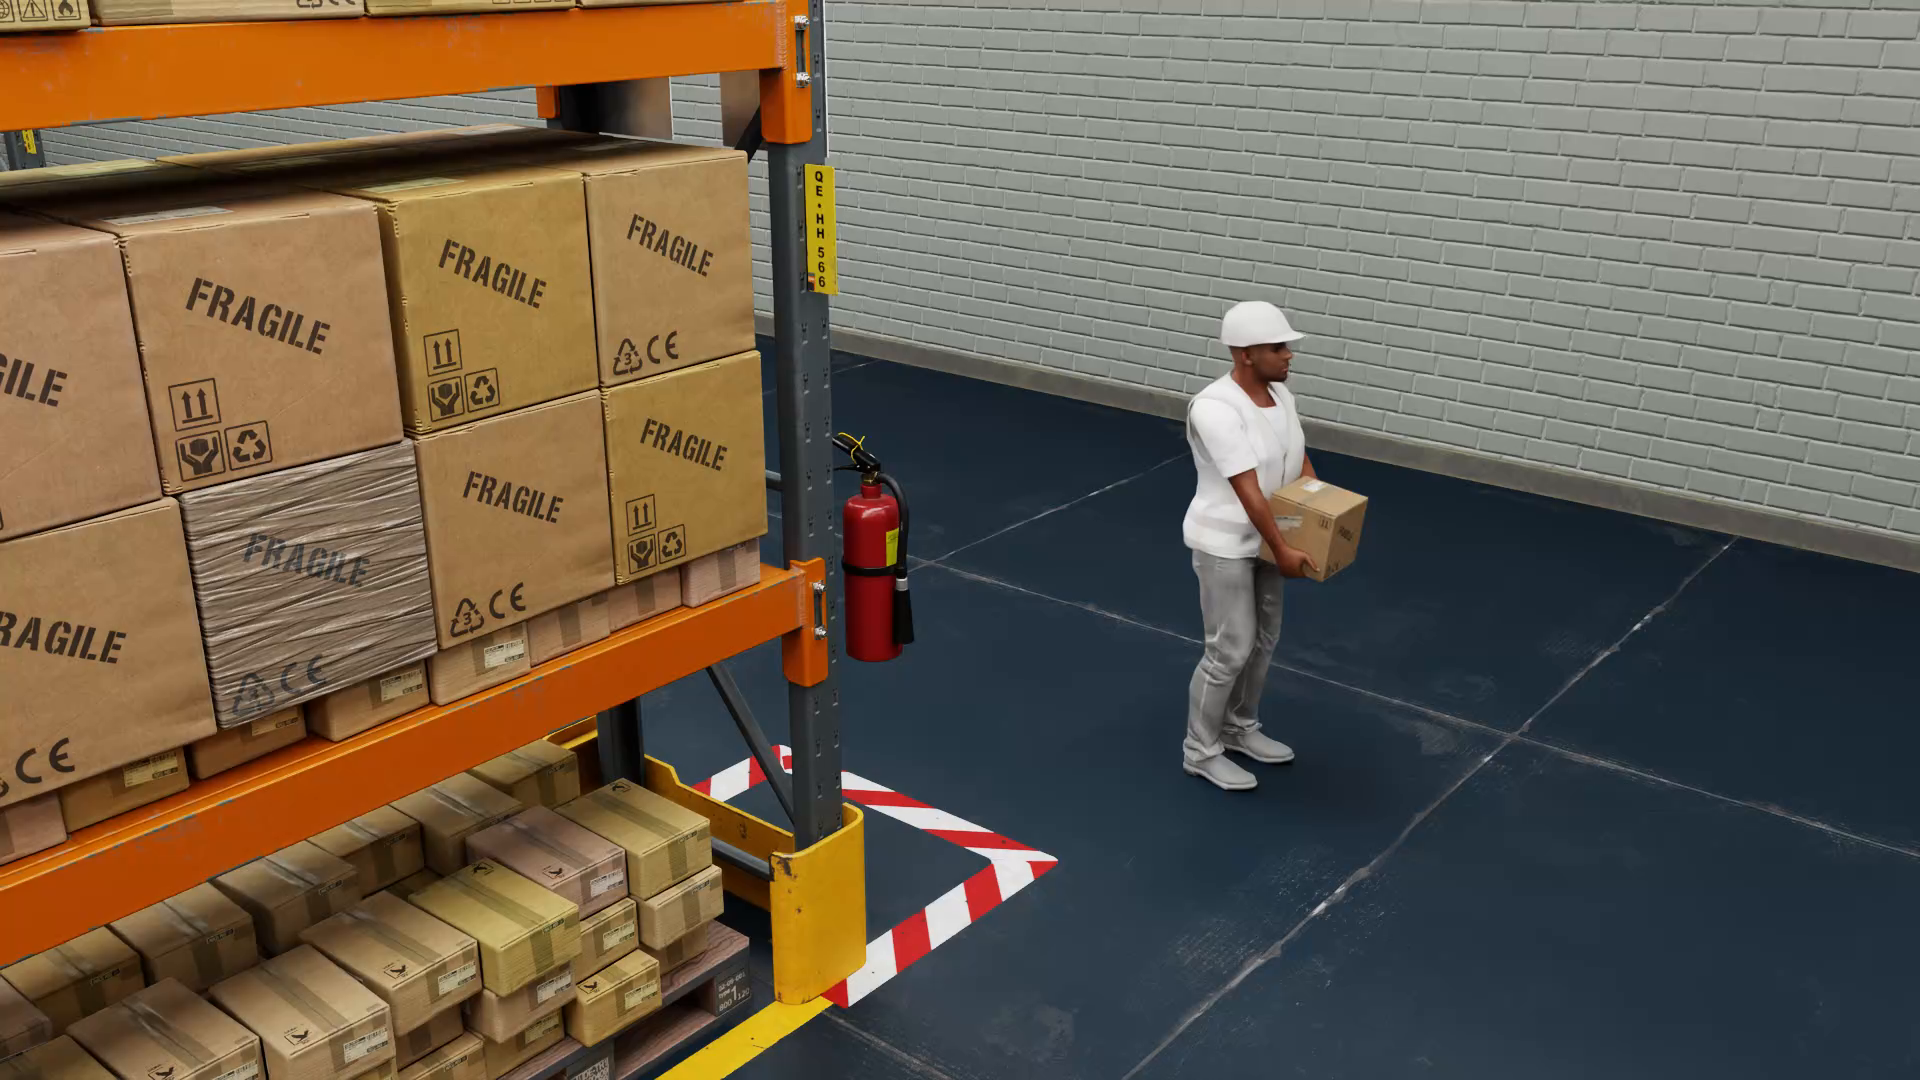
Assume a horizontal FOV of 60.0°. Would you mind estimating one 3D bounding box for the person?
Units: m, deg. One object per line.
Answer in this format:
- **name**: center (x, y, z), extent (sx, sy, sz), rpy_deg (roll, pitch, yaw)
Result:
- **person**: center (1.100, 0.033, 5.950), extent (0.560, 1.763, 0.505), rpy_deg (15, 25, 36)
